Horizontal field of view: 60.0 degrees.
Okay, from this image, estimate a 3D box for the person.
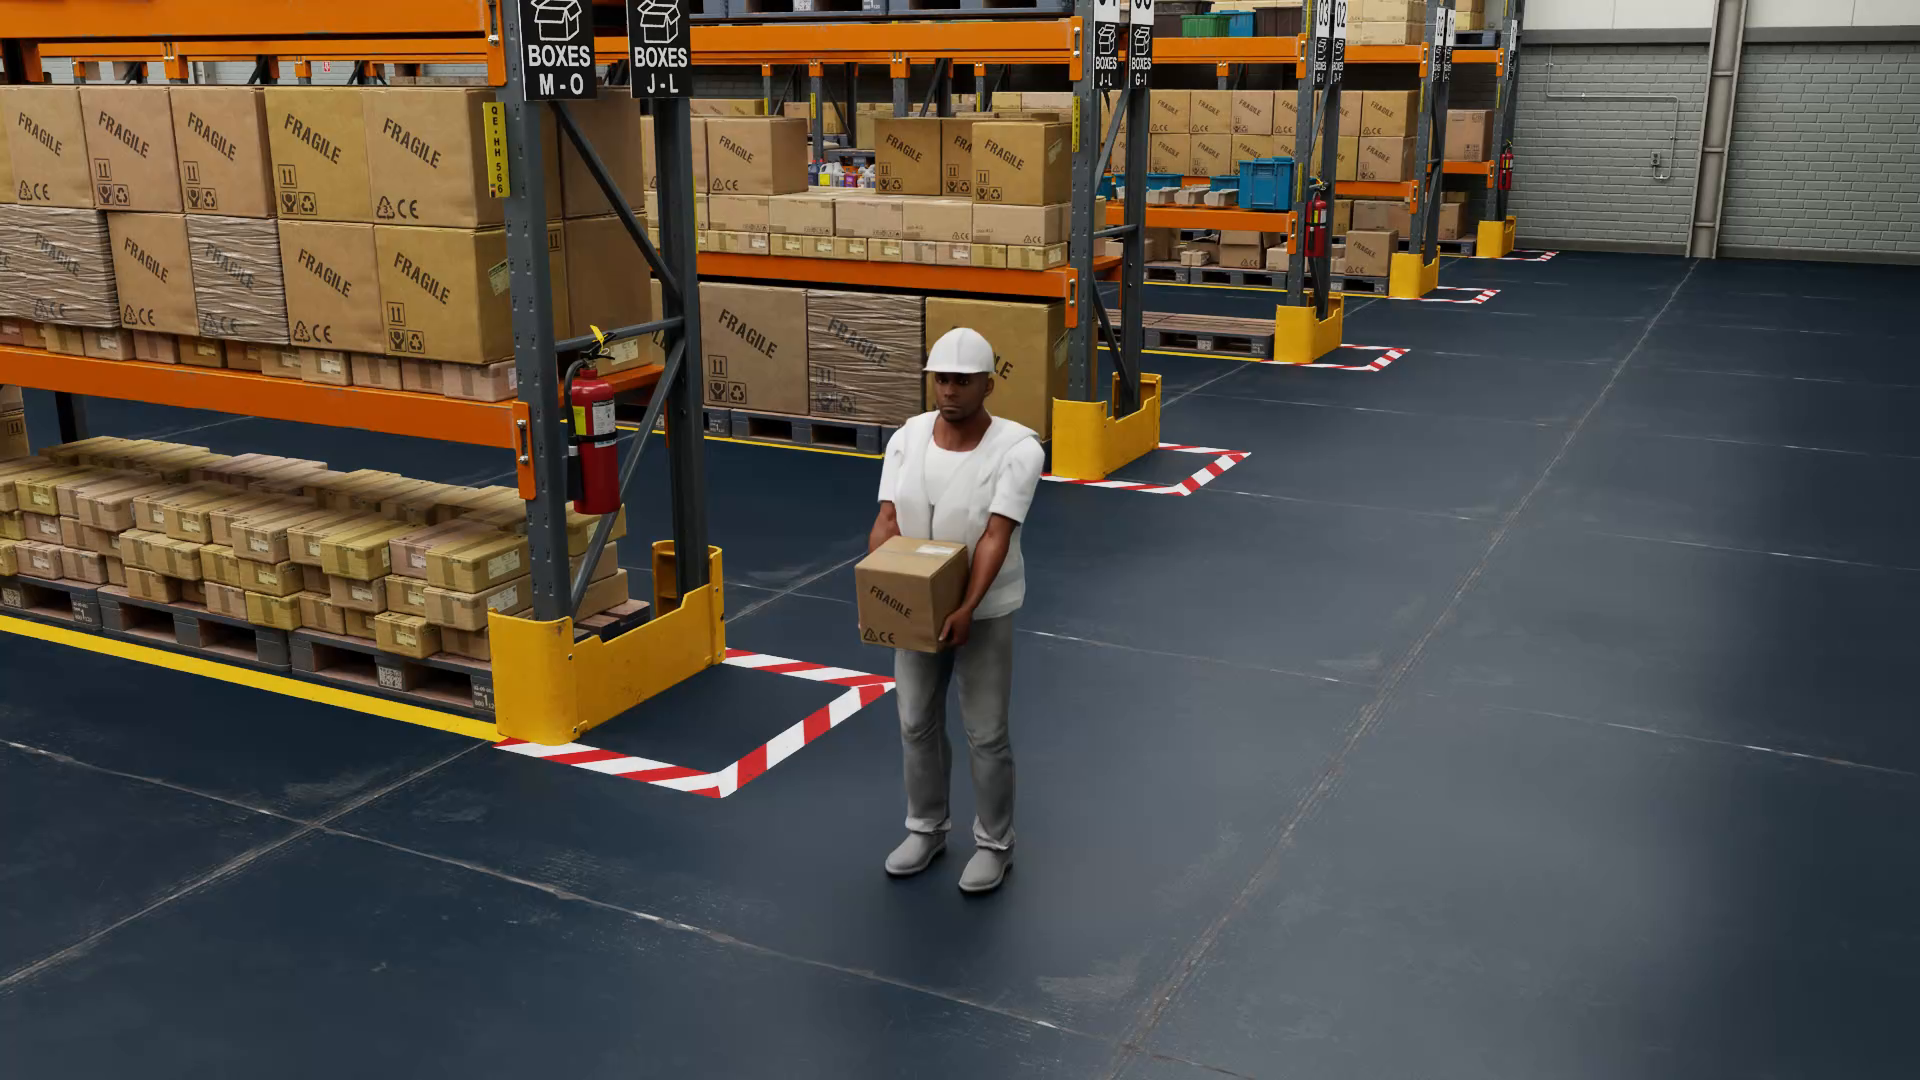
[{"bbox_3d":[-0.044,0.239,5.136,0.505,1.763,0.560,8,17,25],"label":"person"}]
